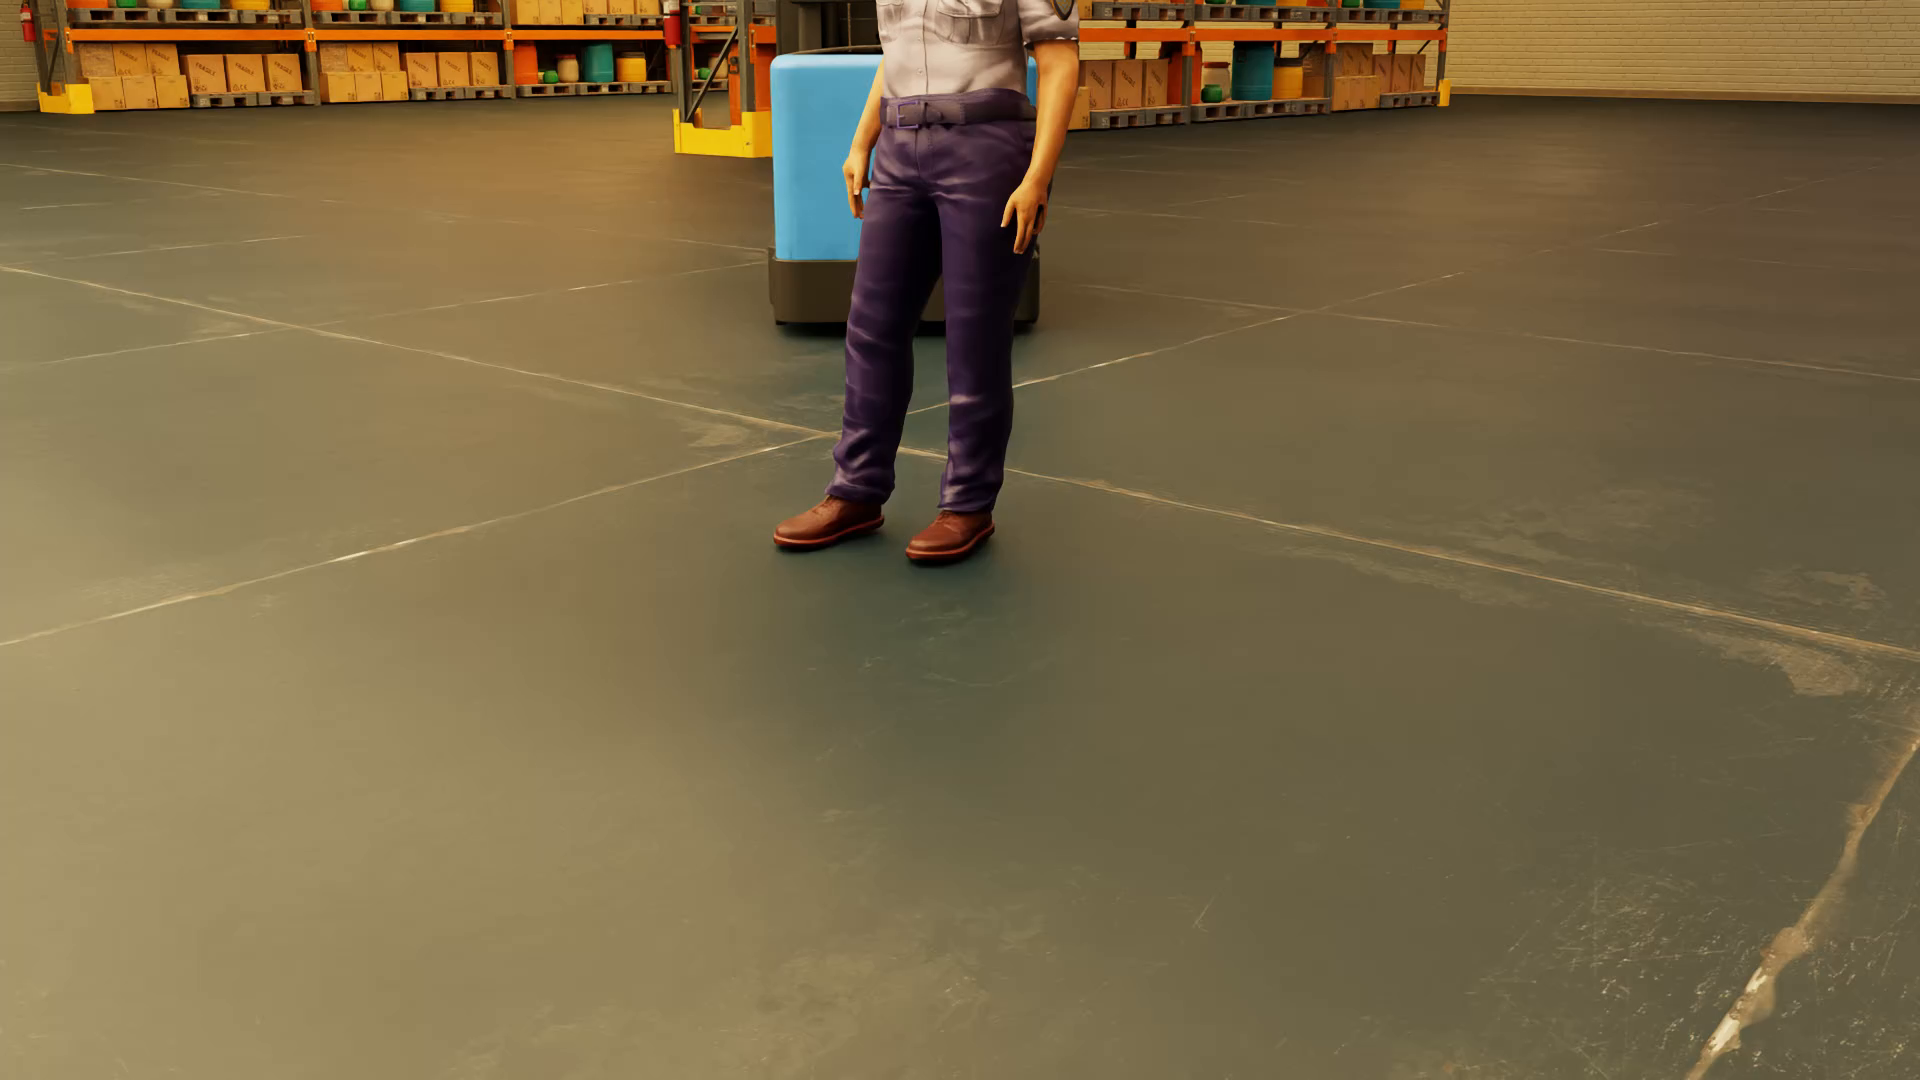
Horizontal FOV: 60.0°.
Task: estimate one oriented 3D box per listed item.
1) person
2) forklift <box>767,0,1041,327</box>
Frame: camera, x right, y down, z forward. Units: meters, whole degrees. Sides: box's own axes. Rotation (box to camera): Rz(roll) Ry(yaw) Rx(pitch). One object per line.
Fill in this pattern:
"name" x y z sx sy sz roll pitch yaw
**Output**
"person" -0.075 -0.779 3.648 0.598 1.651 0.502 13 21 37
"forklift" -0.285 -2.612 7.501 1.130 2.935 3.031 -1 17 -3
